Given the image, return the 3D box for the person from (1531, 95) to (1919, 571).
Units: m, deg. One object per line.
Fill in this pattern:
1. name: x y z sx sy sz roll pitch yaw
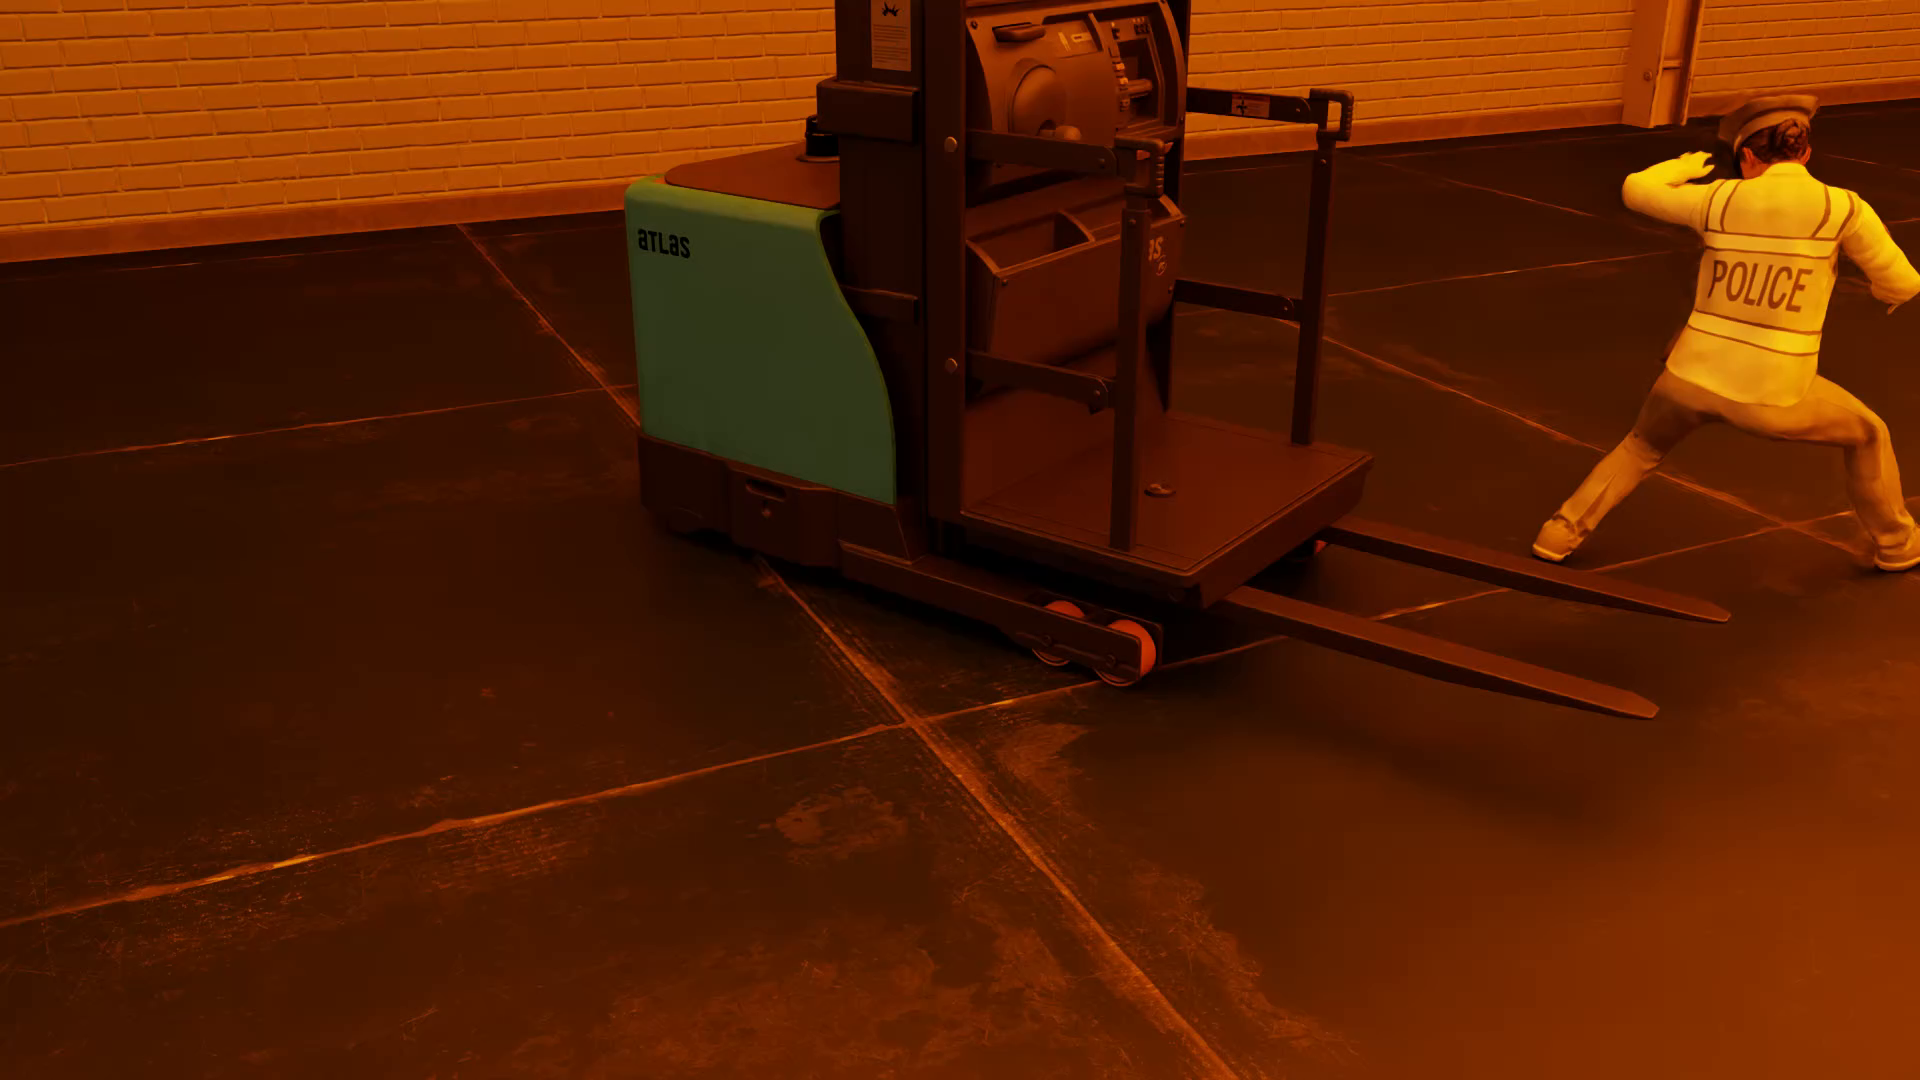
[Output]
1. person: 2.320 -0.560 4.716 1.003 1.381 0.876 19 29 38

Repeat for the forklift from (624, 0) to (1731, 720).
1. forklift: 0.488 -1.213 4.206 3.031 2.935 1.130 16 27 34
